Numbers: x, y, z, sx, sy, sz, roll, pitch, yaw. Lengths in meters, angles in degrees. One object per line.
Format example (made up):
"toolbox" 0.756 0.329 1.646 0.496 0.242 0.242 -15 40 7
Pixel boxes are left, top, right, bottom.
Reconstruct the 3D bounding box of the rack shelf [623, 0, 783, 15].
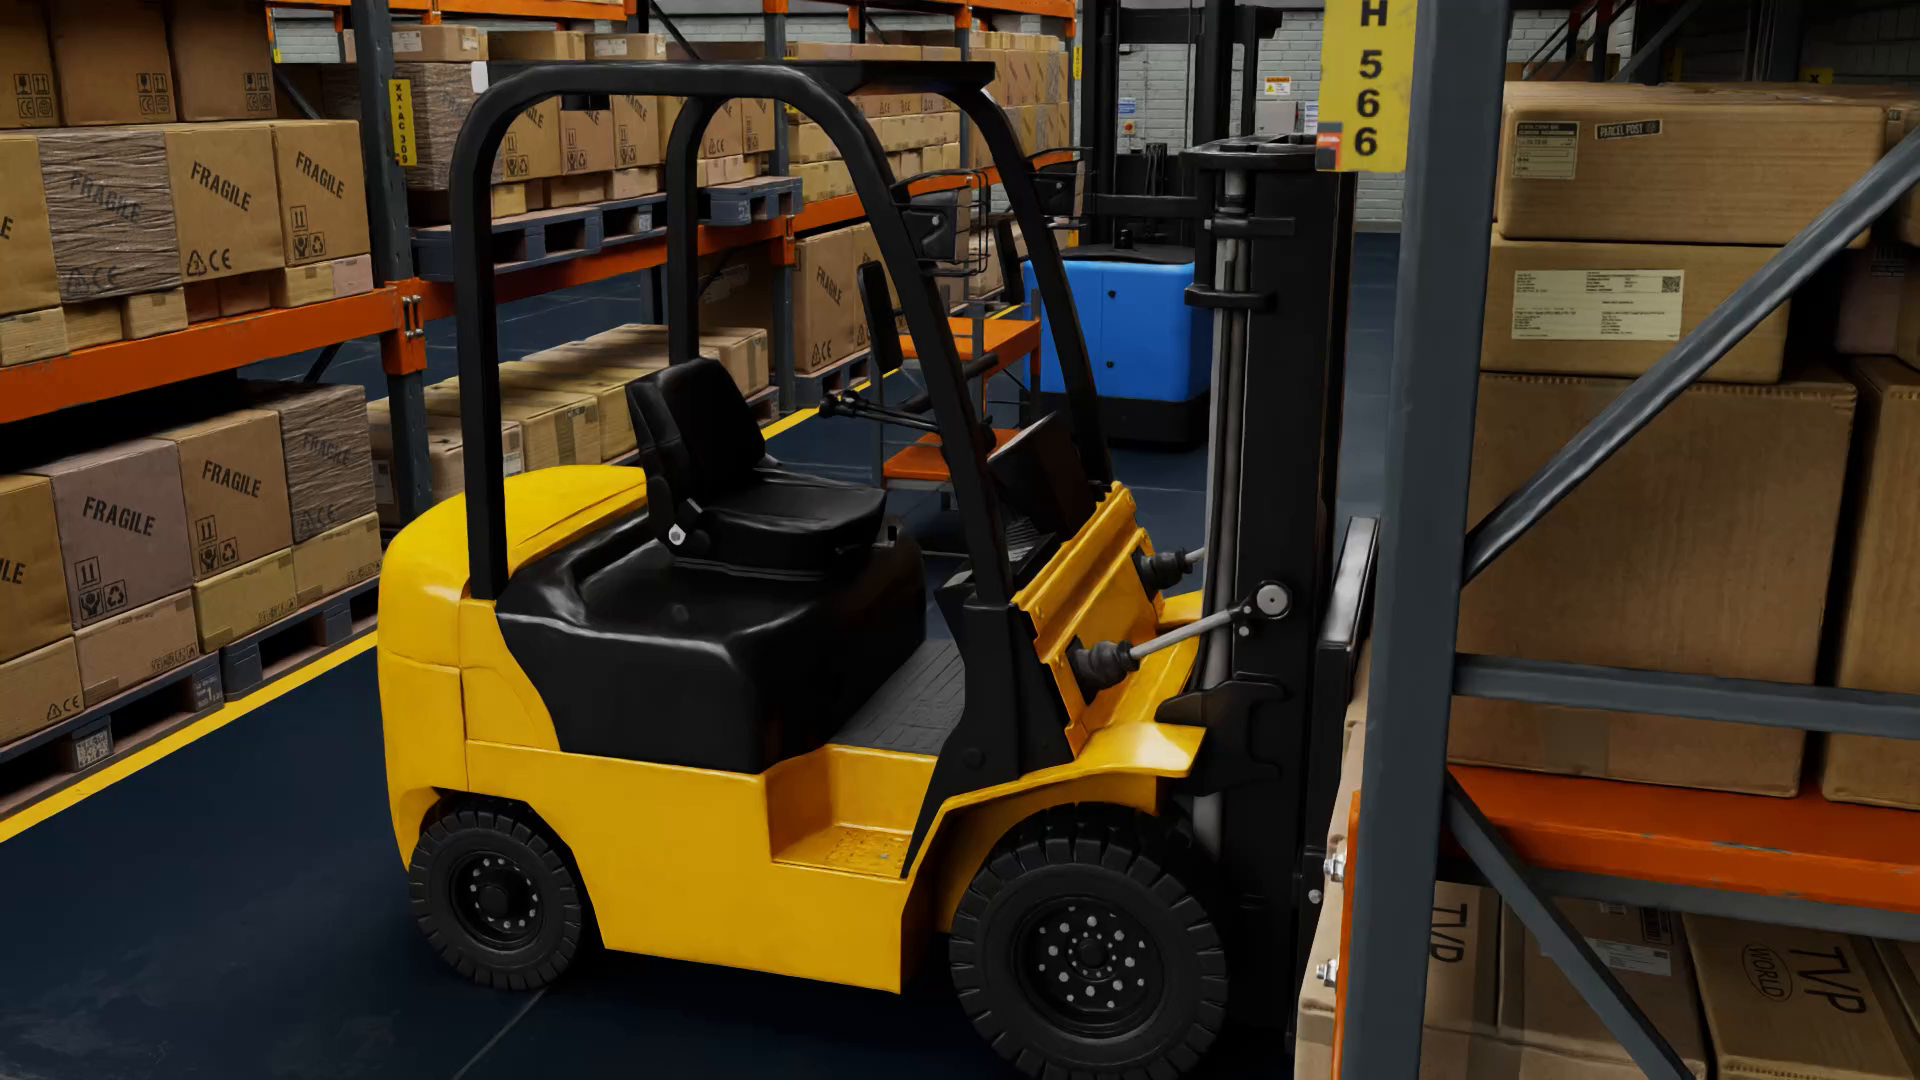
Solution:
"rack shelf" -2.125 -2.867 8.262 1.077 0.370 4.000 5 16 16

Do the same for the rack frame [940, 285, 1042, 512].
"rack frame" 0.146 -0.676 8.151 0.500 1.125 0.032 5 16 16

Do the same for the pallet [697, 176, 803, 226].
"pallet" -1.657 -2.006 9.758 1.213 0.211 1.003 5 16 16

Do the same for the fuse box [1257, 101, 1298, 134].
"fuse box" 4.270 -5.042 22.471 0.539 1.711 0.414 5 16 16

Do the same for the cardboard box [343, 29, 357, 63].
"cardboard box" -2.595 -2.272 7.655 0.380 0.149 0.250 4 16 14

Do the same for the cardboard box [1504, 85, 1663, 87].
"cardboard box" 1.402 -0.963 3.809 0.380 0.149 0.250 5 16 16

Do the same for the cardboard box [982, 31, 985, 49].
"cardboard box" 0.008 -4.382 14.577 0.380 0.149 0.250 4 16 15

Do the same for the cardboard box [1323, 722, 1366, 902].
"cardboard box" 0.901 0.545 2.849 0.500 0.250 0.500 5 17 17

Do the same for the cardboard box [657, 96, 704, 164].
"cardboard box" -1.698 -2.278 8.865 0.500 0.500 0.500 3 16 12

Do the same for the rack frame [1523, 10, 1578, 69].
"rack frame" 5.477 -4.002 16.443 1.000 3.000 0.127 5 16 16

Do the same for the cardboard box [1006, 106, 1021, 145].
"cardboard box" 0.259 -3.751 15.375 0.500 0.500 0.500 5 17 16

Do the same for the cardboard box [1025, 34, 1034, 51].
"cardboard box" 0.497 -4.780 15.981 0.380 0.149 0.250 5 17 17

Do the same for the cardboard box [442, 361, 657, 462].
"cardboard box" -2.150 -0.693 8.820 0.950 0.372 0.625 5 17 18

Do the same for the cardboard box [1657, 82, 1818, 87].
"cardboard box" 2.155 -1.197 4.635 0.380 0.149 0.250 4 16 14

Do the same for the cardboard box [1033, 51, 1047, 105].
"cardboard box" 0.544 -4.503 16.192 0.500 0.500 0.500 5 16 16

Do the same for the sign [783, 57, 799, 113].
"sign" -1.034 -2.773 10.131 0.100 0.325 0.005 5 16 16

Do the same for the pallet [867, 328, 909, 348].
"pallet" -0.912 -1.470 12.627 1.003 0.211 1.213 5 16 16

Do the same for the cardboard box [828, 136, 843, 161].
"cardboard box" -1.028 -2.710 11.246 0.500 0.250 0.500 5 17 17

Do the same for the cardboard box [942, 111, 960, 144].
"cardboard box" -0.312 -3.374 13.586 0.500 0.250 0.500 5 16 16

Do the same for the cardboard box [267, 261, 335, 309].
"cardboard box" -2.557 -0.952 6.151 0.380 0.149 0.250 5 17 17

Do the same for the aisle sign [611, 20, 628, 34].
"aisle sign" -3.749 -5.990 18.688 0.394 0.787 0.004 5 16 16

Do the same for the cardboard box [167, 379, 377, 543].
"cardboard box" -2.604 -0.311 6.325 0.500 0.500 0.500 4 16 15

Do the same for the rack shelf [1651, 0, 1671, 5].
"rack shelf" 2.635 -2.483 6.908 1.077 0.370 4.000 5 16 16

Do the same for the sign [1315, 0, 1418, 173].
"sign" 0.414 -0.533 1.656 0.100 0.325 0.005 5 16 16

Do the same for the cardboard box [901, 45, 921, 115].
"cardboard box" -0.609 -3.466 12.535 0.500 0.500 0.500 5 17 18

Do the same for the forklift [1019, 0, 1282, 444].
"forklift" 1.384 -2.326 10.658 1.130 2.935 3.031 6 17 22

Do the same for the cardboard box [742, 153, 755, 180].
"cardboard box" -1.431 -2.195 9.761 0.380 0.149 0.250 5 17 17

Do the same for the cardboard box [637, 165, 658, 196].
"cardboard box" -1.789 -1.859 8.577 0.380 0.149 0.250 4 16 14

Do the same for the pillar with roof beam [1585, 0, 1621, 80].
"pillar with roof beam" 2.980 -7.858 19.042 9.100 9.000 0.400 5 16 16

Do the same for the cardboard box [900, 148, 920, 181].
"cardboard box" -0.613 -2.867 12.716 0.500 0.250 0.500 4 16 14

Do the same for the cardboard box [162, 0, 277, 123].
"cardboard box" -3.026 -1.821 6.191 0.700 0.500 0.500 4 16 15

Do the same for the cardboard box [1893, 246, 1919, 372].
"cardboard box" 1.275 -0.245 1.825 0.380 0.149 0.250 4 16 14

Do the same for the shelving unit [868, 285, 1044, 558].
"shelving unit" 0.002 -0.543 7.682 0.538 1.125 1.048 5 16 16

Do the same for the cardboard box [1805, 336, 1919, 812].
"cardboard box" 1.337 0.027 2.053 0.500 0.500 0.500 5 17 18

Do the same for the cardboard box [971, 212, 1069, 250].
"cardboard box" 0.625 -3.175 17.453 0.875 0.438 0.875 4 16 14

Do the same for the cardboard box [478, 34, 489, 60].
"cardboard box" -4.700 -4.605 16.009 0.500 0.500 0.500 4 16 14

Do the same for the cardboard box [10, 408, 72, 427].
"cardboard box" -3.357 -0.503 5.812 0.380 0.149 0.250 5 17 18

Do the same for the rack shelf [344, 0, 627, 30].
"rack shelf" -4.626 -5.318 16.901 1.077 0.370 4.000 5 16 16

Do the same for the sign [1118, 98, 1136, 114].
"sign" 2.268 -6.013 23.037 0.327 0.218 0.001 5 16 16

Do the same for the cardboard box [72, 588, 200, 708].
"cardboard box" -2.894 0.322 5.466 0.500 0.250 0.500 5 17 17

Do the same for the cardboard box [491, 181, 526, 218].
"cardboard box" -2.154 -1.513 7.357 0.380 0.149 0.250 5 17 17

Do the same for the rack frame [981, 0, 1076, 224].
"rack frame" 0.717 -4.386 17.797 1.000 3.000 0.127 5 16 16

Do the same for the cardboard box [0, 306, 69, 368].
"cardboard box" -2.918 -0.617 4.970 0.380 0.149 0.250 5 17 16

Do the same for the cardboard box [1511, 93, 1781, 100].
"cardboard box" 1.061 -0.627 2.624 0.380 0.149 0.250 5 17 16

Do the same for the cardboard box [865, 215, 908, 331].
"cardboard box" -0.769 -2.114 12.911 0.875 0.875 0.875 5 17 17

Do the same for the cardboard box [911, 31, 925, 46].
"cardboard box" -0.458 -4.347 14.453 0.380 0.149 0.250 5 17 17

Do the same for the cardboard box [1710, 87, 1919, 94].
"cardboard box" 1.769 -0.863 3.457 0.380 0.149 0.250 5 17 17

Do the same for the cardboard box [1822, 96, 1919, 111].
"cardboard box" 1.398 -0.527 2.273 0.380 0.149 0.250 5 17 17
